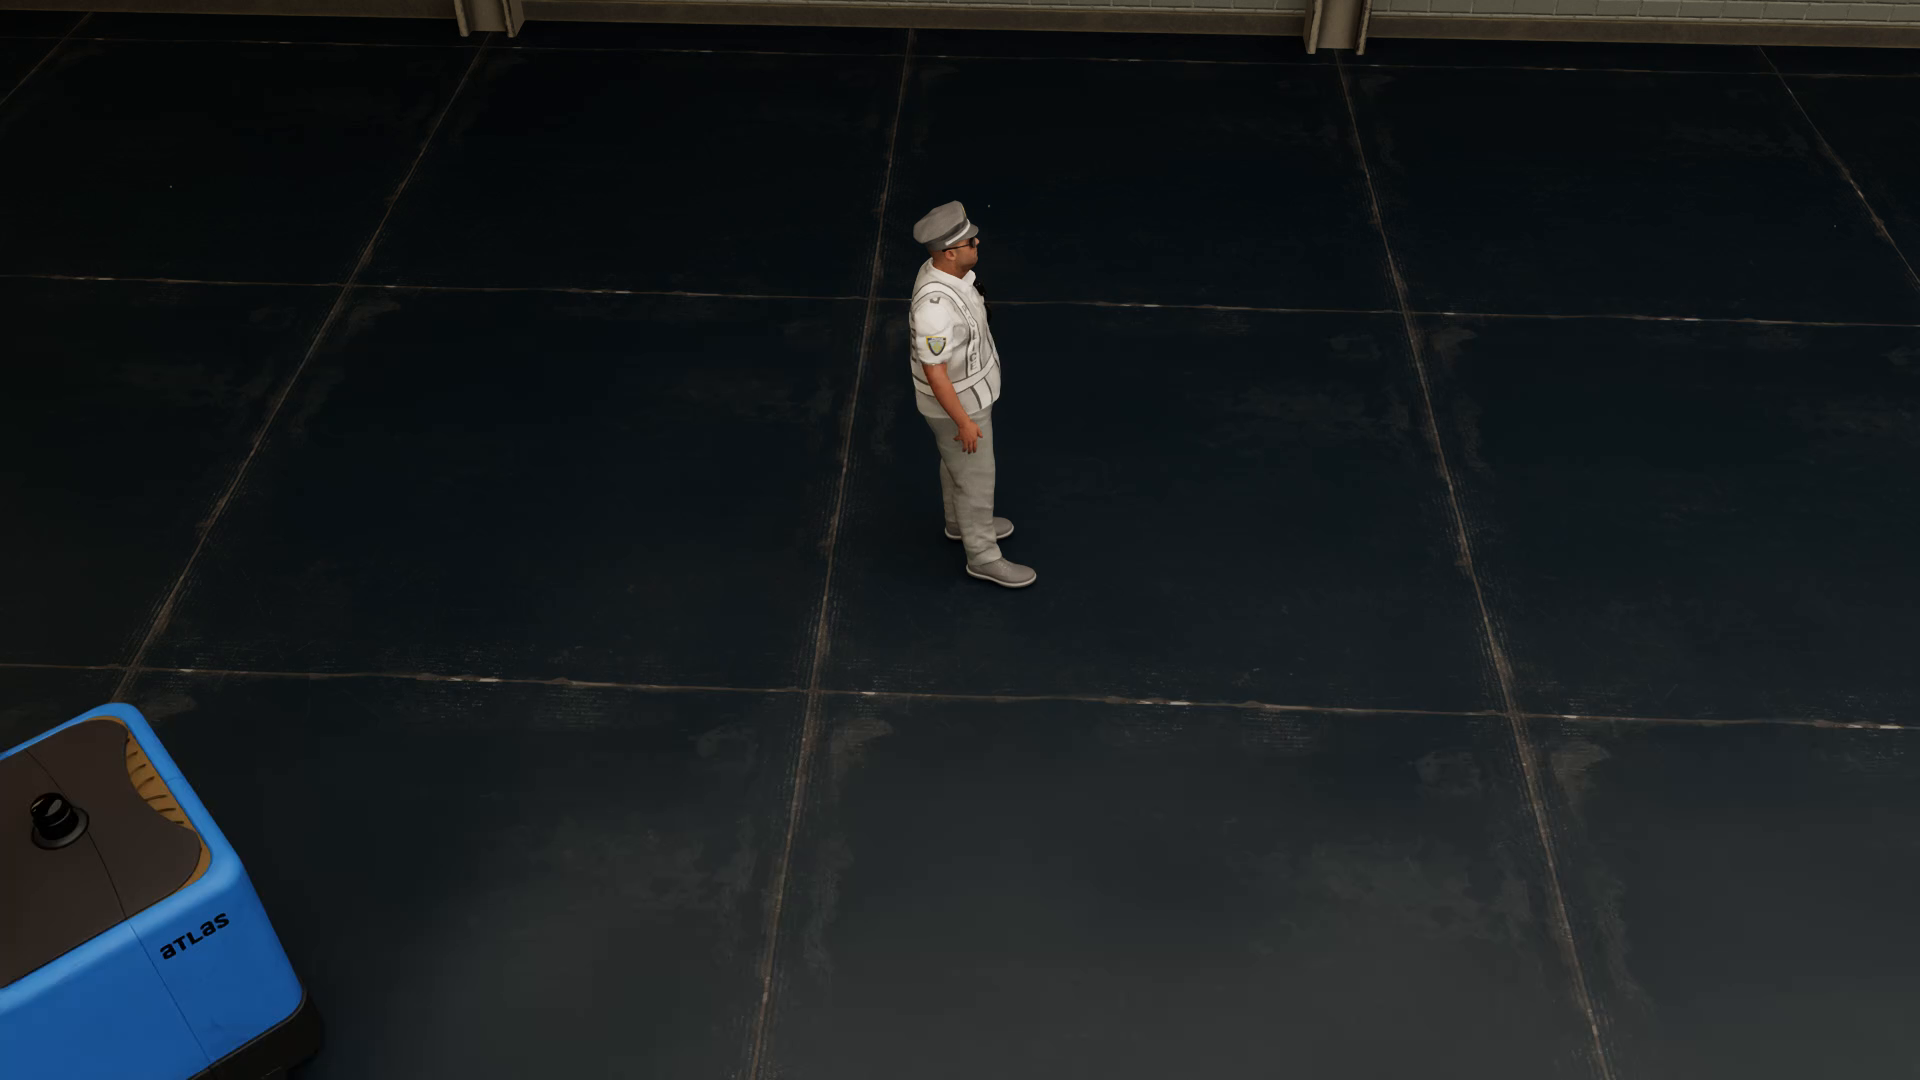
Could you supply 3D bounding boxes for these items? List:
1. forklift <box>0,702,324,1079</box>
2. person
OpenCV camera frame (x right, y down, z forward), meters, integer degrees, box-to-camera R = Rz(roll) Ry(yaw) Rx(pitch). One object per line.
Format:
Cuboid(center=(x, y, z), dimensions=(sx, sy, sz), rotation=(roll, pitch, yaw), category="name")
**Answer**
Cuboid(center=(-3.693, 1.144, 4.489), dimensions=(3.031, 2.935, 1.130), rotation=(-31, 51, -29), category="forklift")
Cuboid(center=(0.077, -0.653, 7.299), dimensions=(0.575, 1.781, 0.640), rotation=(2, 42, 2), category="person")
